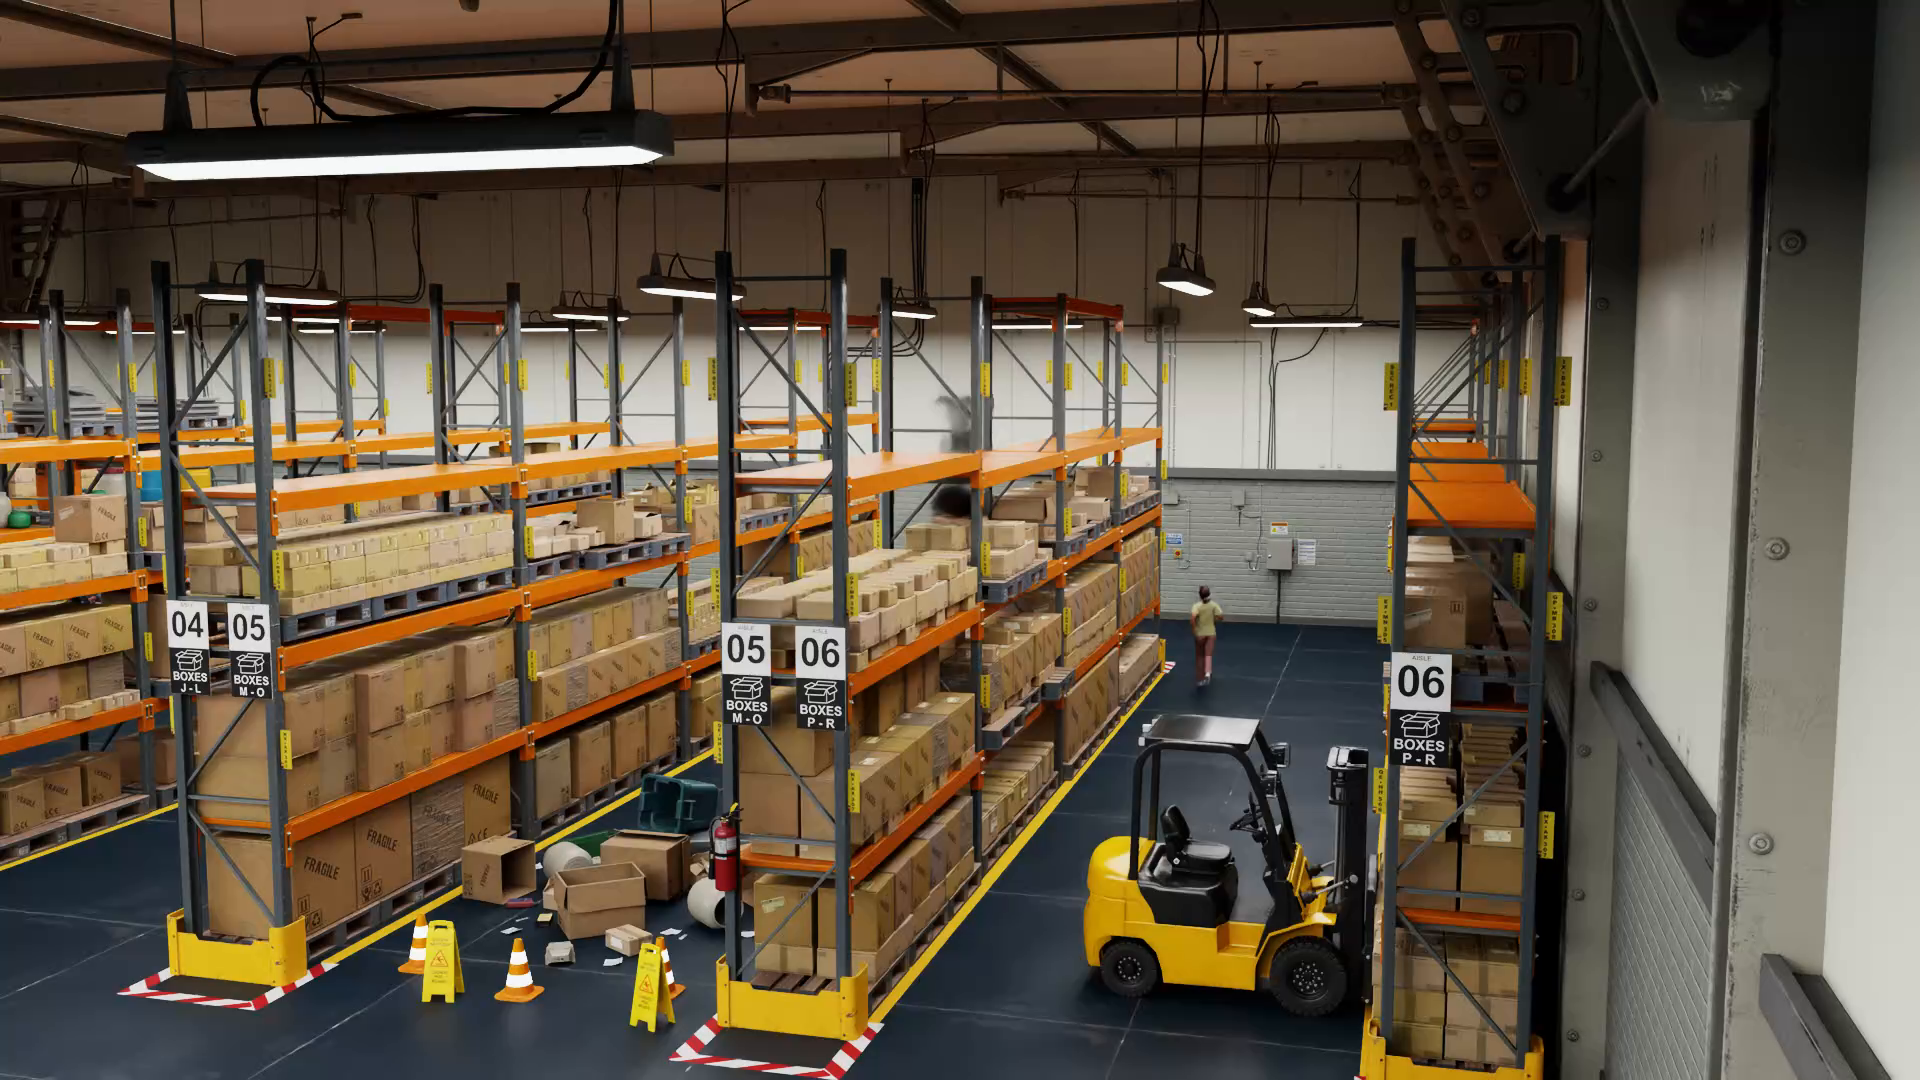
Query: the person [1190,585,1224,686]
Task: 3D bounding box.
[{"bbox_3d":[3.899,1.555,26.368,0.567,1.677,0.853,0,6,-3],"label":"person"}]
